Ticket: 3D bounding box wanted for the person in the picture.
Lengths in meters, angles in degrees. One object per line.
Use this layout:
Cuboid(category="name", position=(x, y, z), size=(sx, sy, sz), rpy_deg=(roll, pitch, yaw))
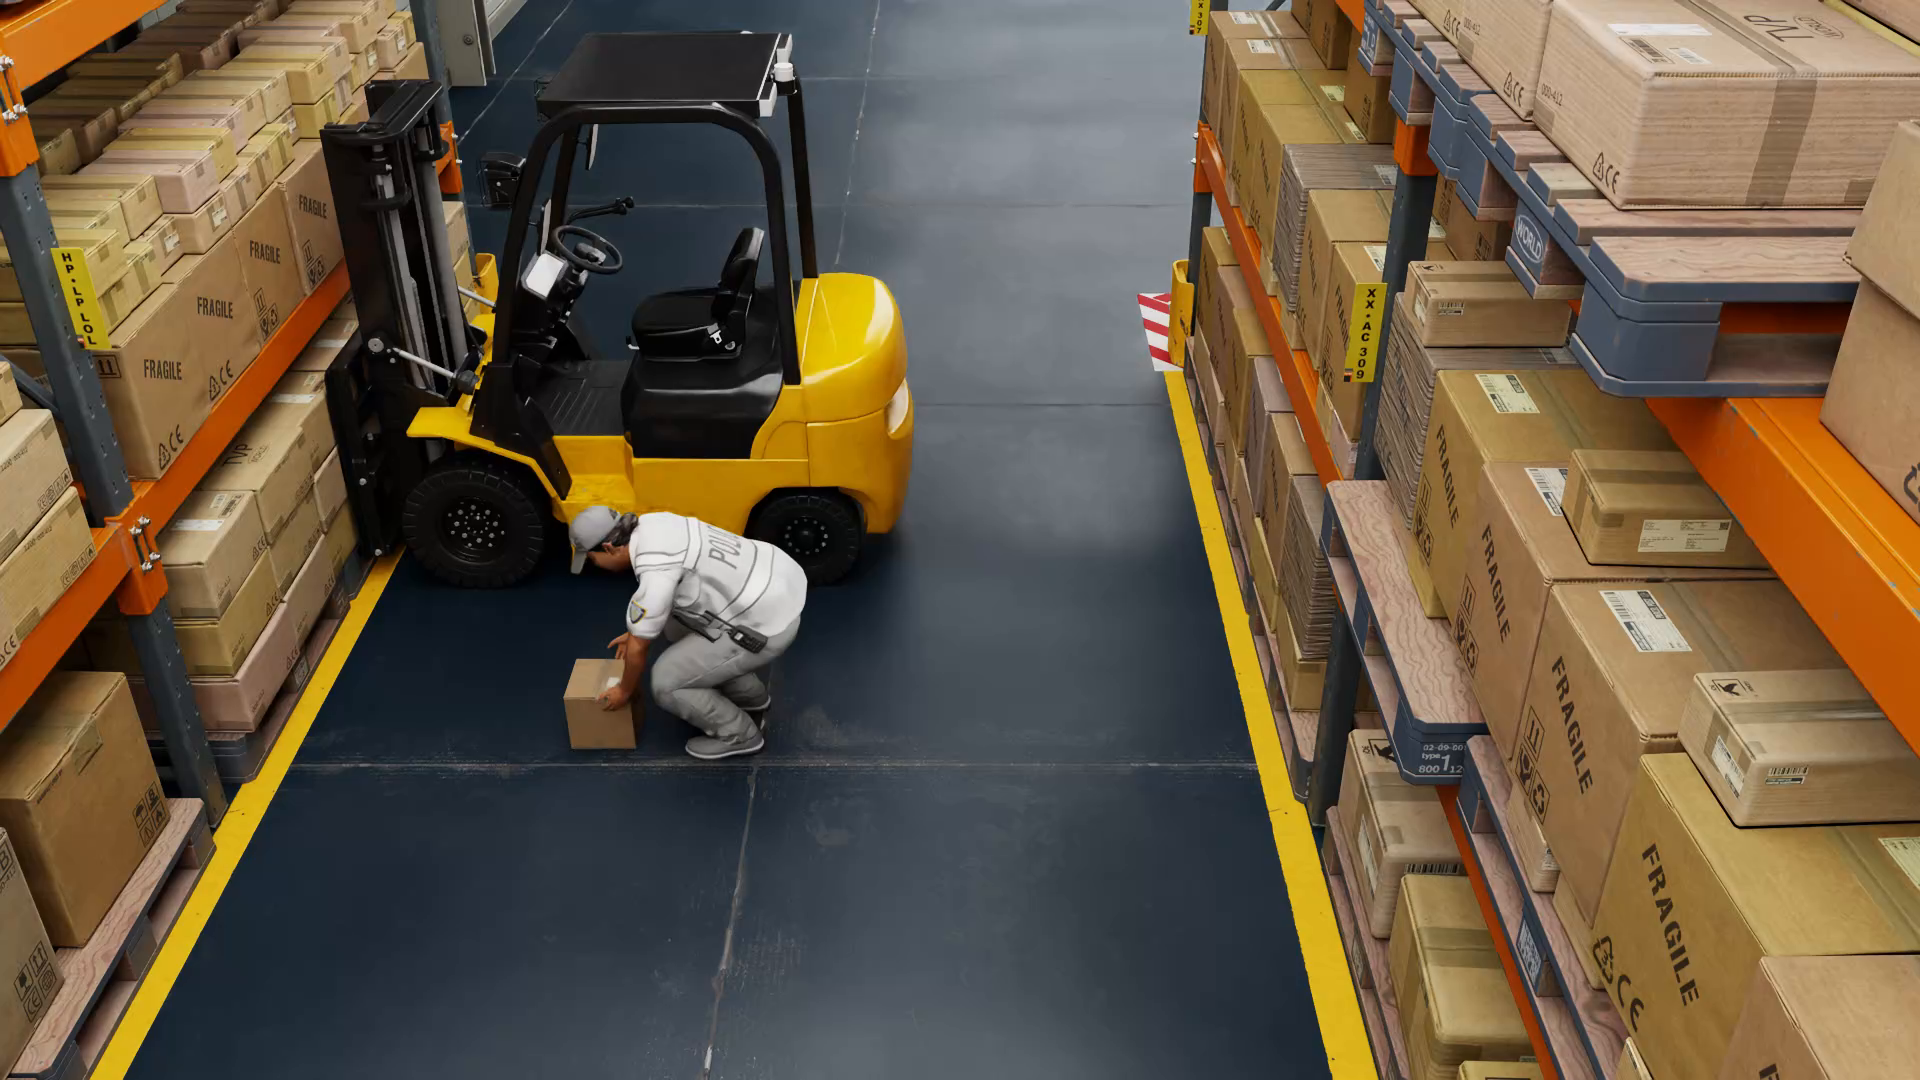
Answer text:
Cuboid(category="person", position=(-0.986, 0.315, 6.229), size=(0.791, 1.034, 0.532), rpy_deg=(0, 32, 0))
